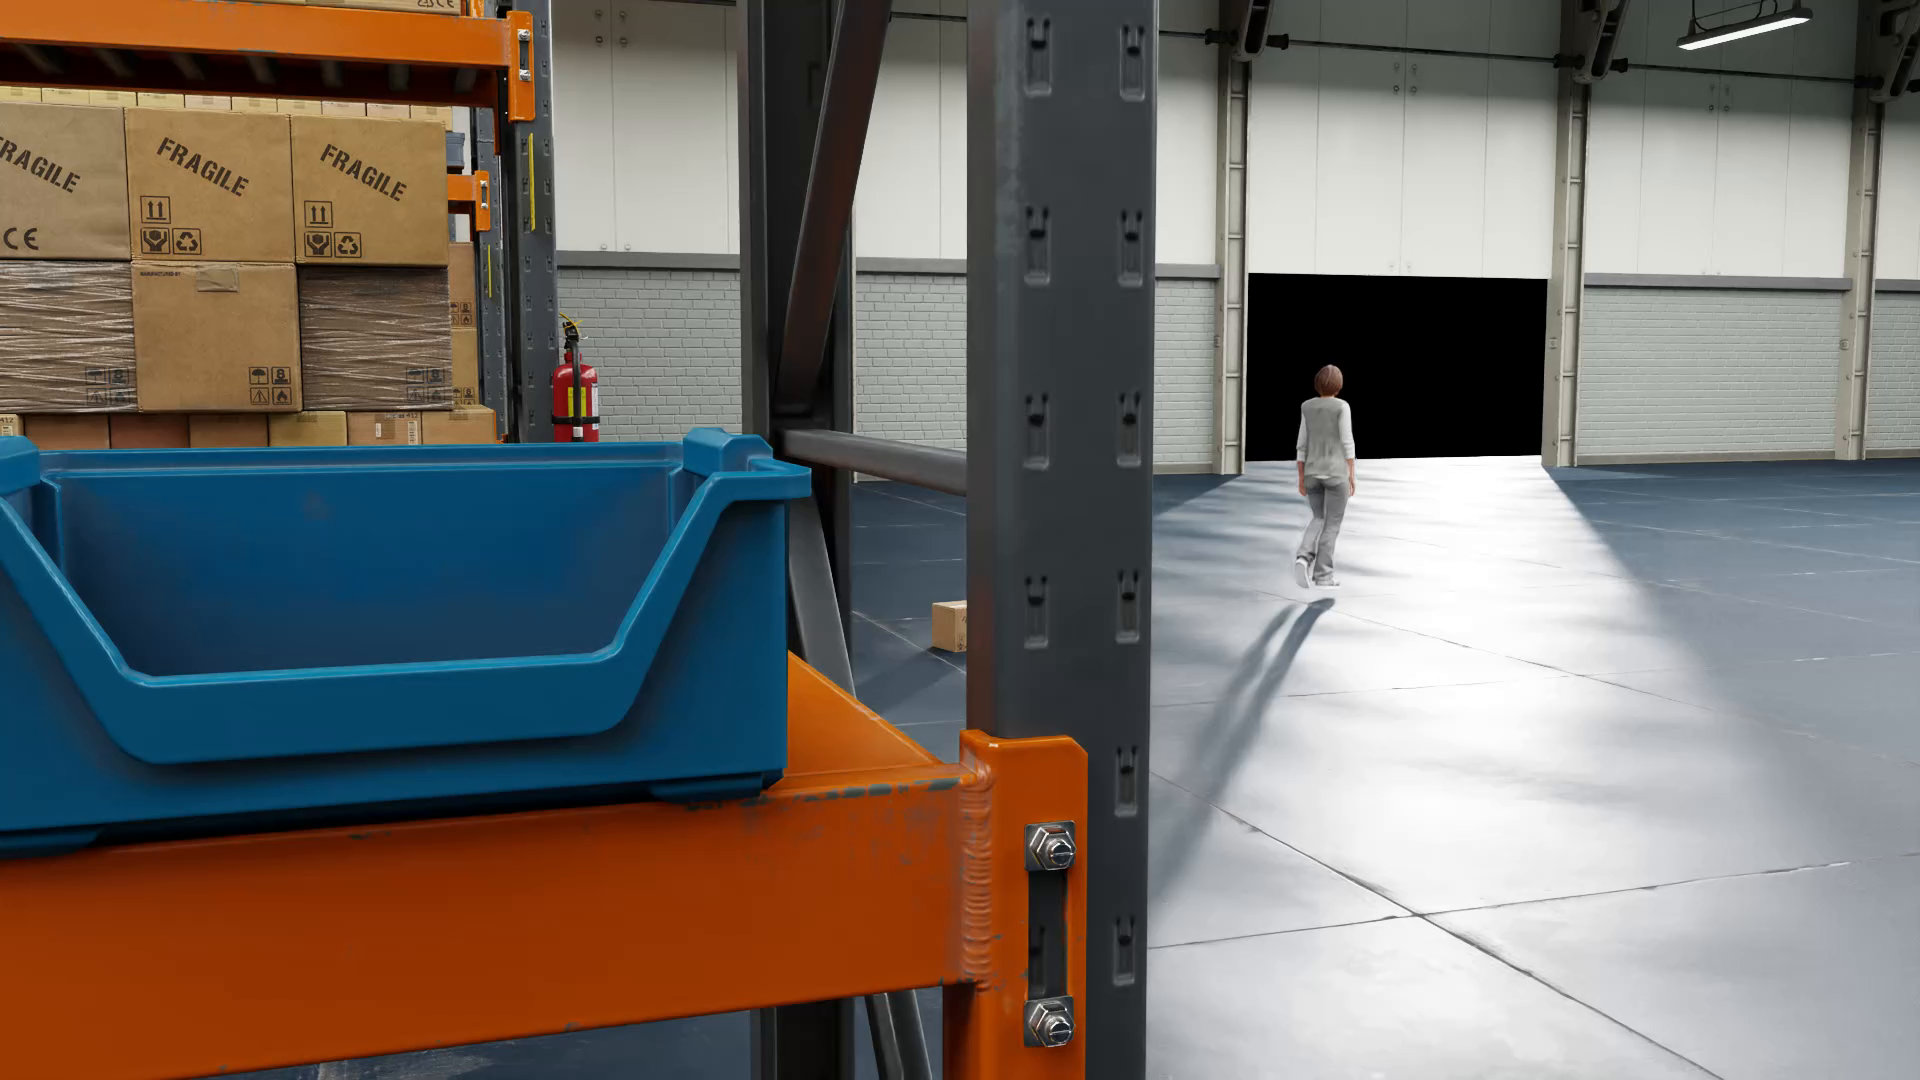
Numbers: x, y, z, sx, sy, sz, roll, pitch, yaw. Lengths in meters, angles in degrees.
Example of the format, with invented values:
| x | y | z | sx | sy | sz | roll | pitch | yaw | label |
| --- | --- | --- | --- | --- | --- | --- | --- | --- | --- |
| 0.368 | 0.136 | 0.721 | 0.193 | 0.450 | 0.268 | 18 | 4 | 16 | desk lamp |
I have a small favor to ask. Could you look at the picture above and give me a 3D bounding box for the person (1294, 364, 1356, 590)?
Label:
| x | y | z | sx | sy | sz | roll | pitch | yaw | label |
| --- | --- | --- | --- | --- | --- | --- | --- | --- | --- |
| 2.581 | -0.437 | 11.710 | 0.412 | 1.590 | 0.410 | 6 | 8 | 44 | person |
